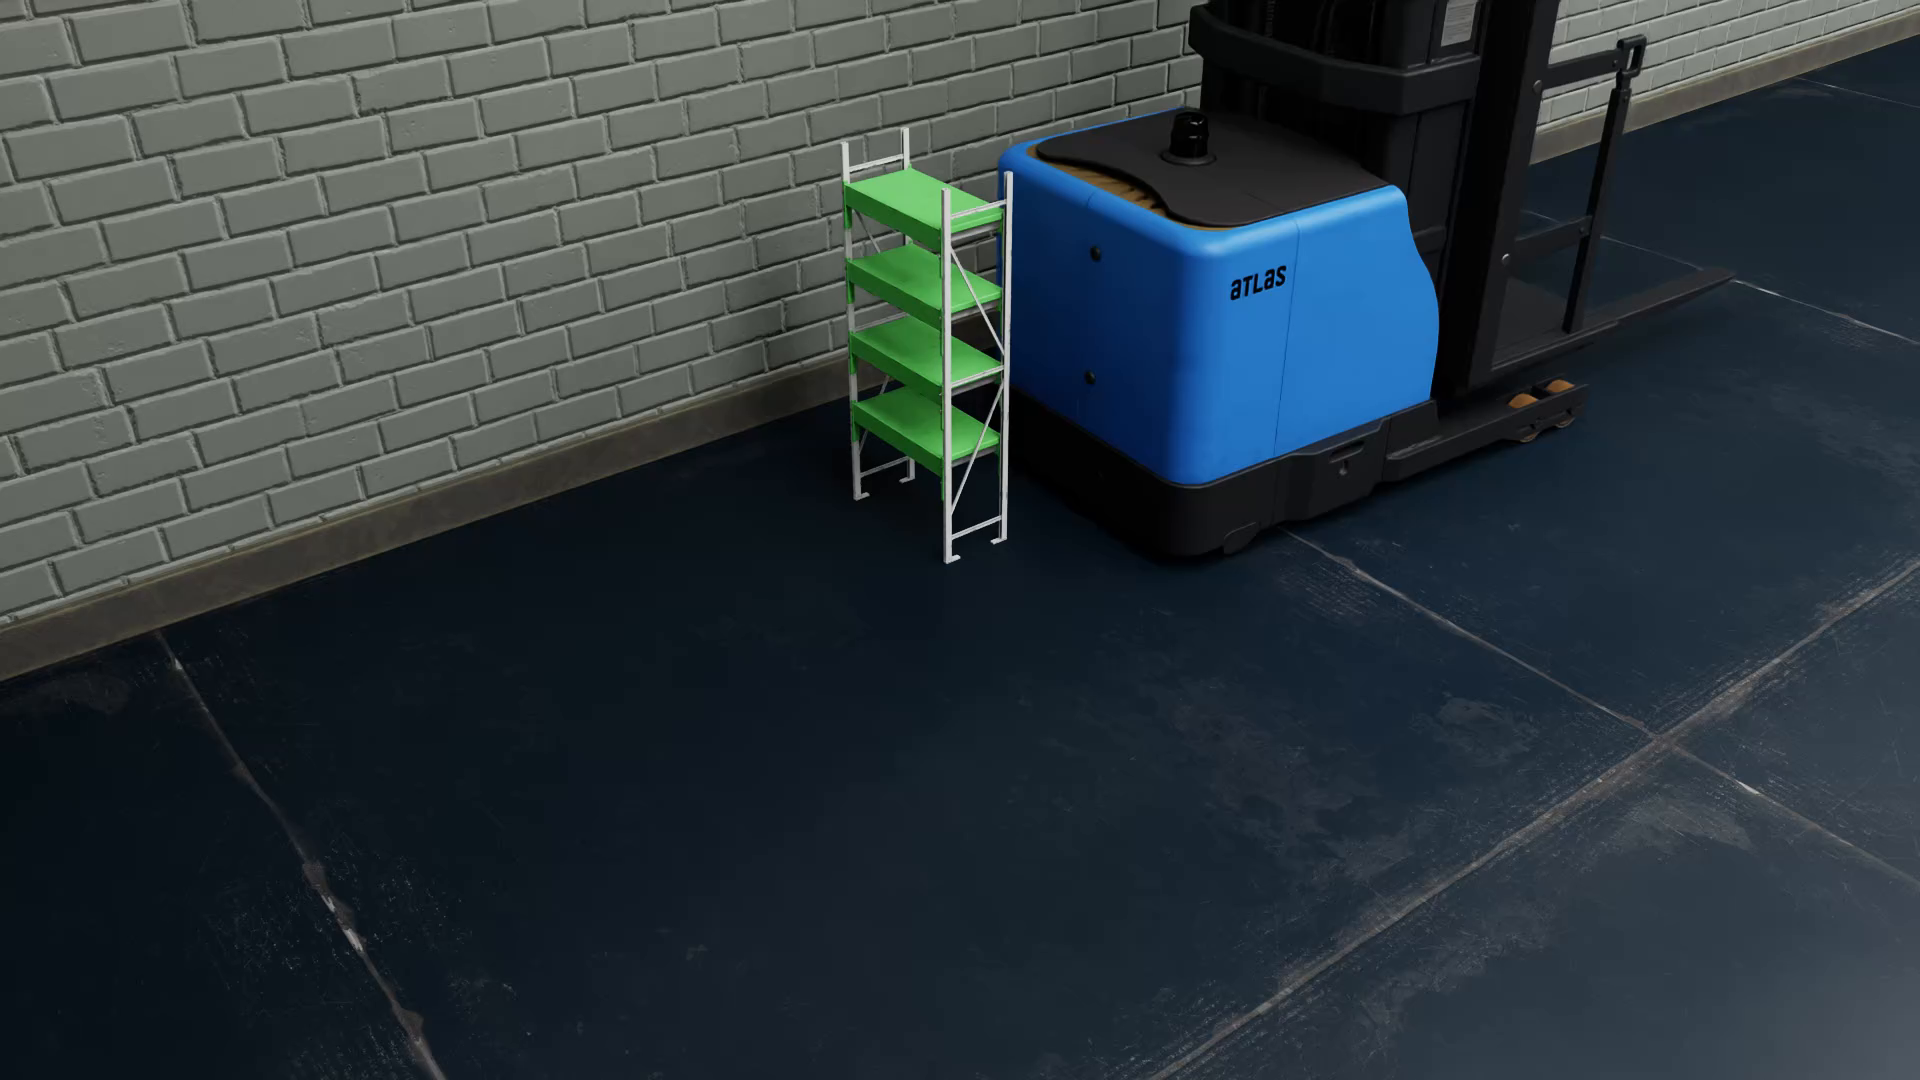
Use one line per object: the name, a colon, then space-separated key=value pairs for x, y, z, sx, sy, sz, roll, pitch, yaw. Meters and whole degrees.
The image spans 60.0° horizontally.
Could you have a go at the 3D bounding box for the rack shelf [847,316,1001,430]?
rack shelf: x=-0.101 y=-0.524 z=5.078 sx=0.258 sy=0.148 sz=0.480 roll=-22 pitch=38 yaw=-31

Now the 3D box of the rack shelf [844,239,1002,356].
rack shelf: x=-0.101 y=-0.728 z=4.952 sx=0.258 sy=0.148 sz=0.480 roll=-22 pitch=38 yaw=-31

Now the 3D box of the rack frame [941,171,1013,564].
rack frame: x=0.048 y=-0.477 z=4.881 sx=0.240 sy=1.200 sz=0.015 roll=-22 pitch=38 yaw=-31

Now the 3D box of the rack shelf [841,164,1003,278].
rack shelf: x=-0.101 y=-0.932 z=4.825 sx=0.258 sy=0.148 sz=0.480 roll=-22 pitch=38 yaw=-31

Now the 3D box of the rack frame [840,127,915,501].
rack frame: x=-0.251 y=-0.680 z=5.208 sx=0.240 sy=1.200 sz=0.015 roll=-22 pitch=38 yaw=-31

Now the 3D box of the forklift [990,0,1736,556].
forklift: x=1.606 y=-1.794 z=5.361 sx=3.031 sy=2.935 sz=1.130 roll=-20 pitch=37 yaw=-29

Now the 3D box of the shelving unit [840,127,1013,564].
shelving unit: x=-0.101 y=-0.579 z=5.045 sx=0.258 sy=1.200 sz=0.503 roll=-22 pitch=38 yaw=-31

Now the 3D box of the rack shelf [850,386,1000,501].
rack shelf: x=-0.101 y=-0.321 z=5.205 sx=0.258 sy=0.148 sz=0.480 roll=-22 pitch=38 yaw=-31
